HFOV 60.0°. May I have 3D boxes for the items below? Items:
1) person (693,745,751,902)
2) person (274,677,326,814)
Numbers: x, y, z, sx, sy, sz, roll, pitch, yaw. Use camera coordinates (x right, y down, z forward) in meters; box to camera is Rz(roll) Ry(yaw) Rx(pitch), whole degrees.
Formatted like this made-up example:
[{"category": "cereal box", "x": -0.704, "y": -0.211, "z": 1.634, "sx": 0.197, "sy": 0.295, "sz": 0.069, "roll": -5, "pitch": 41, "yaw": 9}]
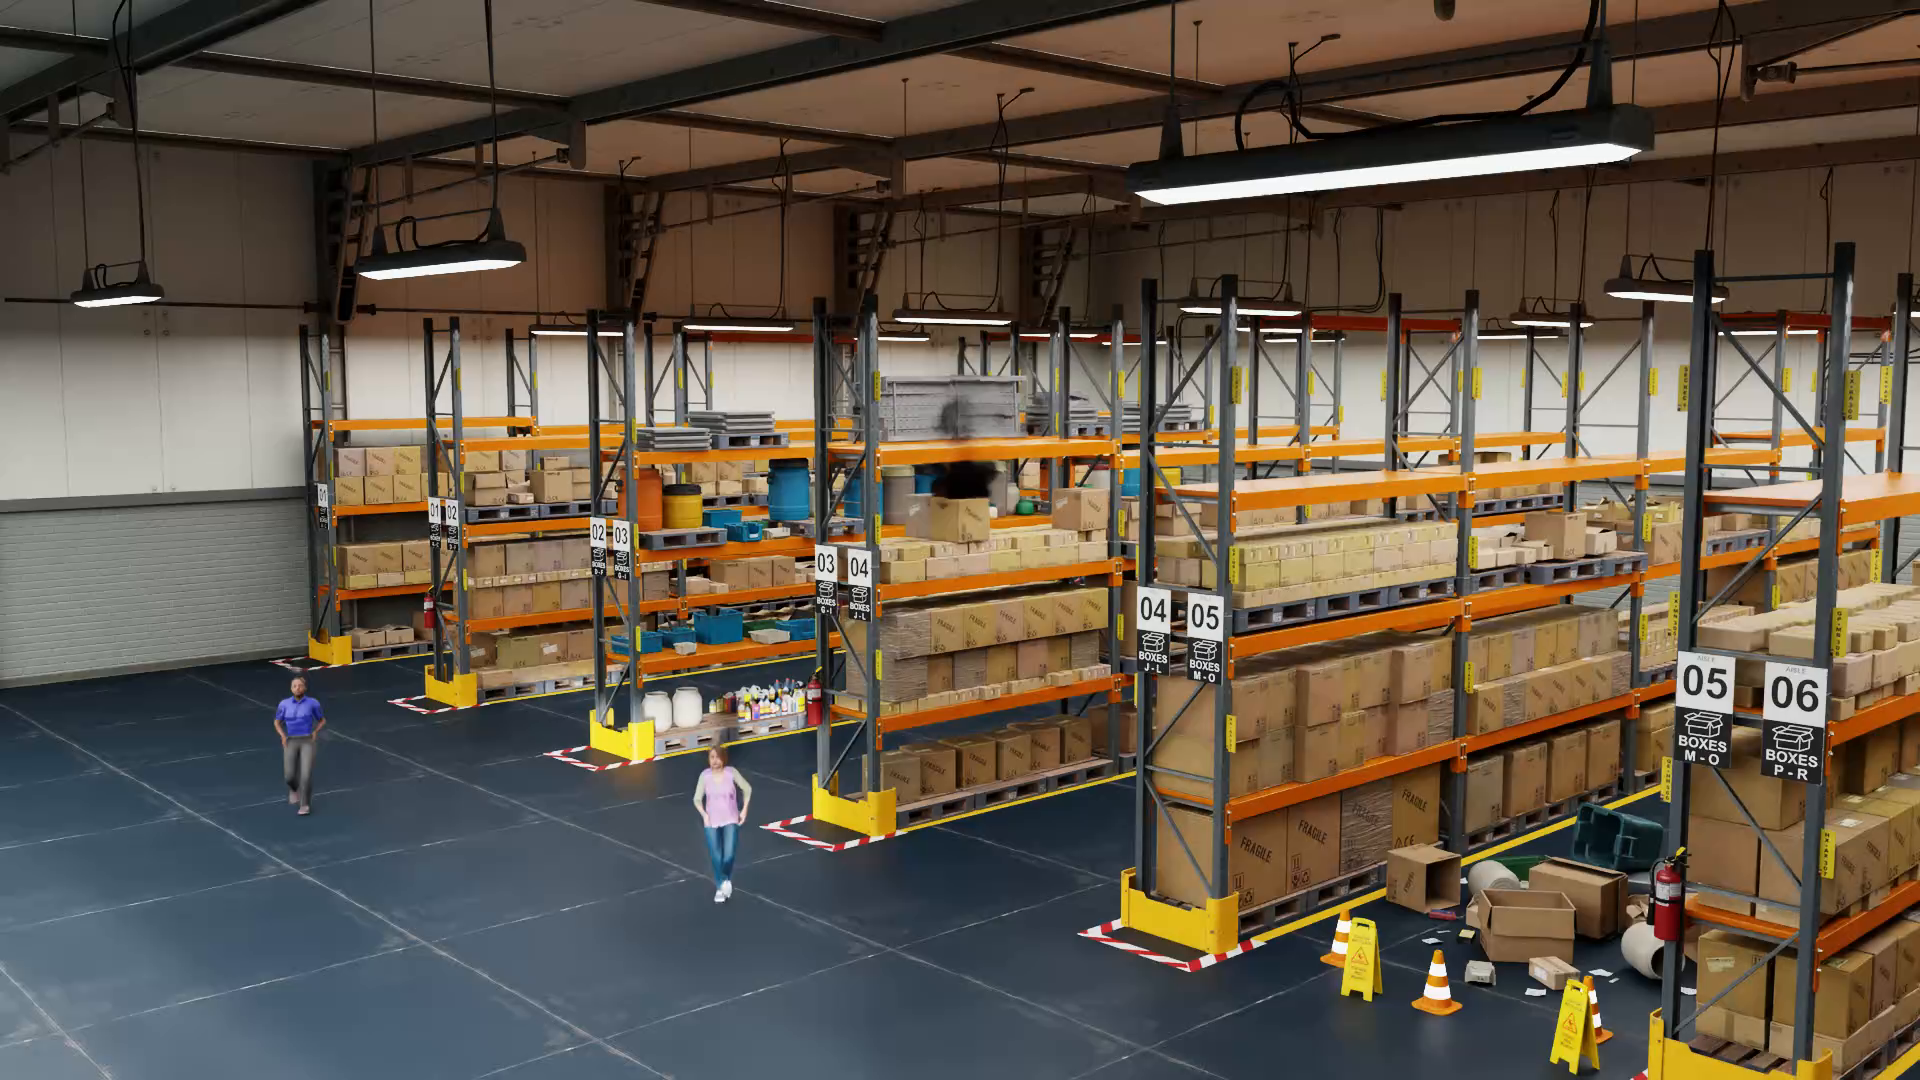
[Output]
[{"category": "person", "x": -2.311, "y": 2.765, "z": 16.121, "sx": 0.553, "sy": 1.558, "sz": 0.540, "roll": 0, "pitch": 6, "yaw": -2}, {"category": "person", "x": -7.725, "y": 2.400, "z": 19.483, "sx": 0.572, "sy": 1.605, "sz": 0.579, "roll": -2, "pitch": 6, "yaw": -18}]
